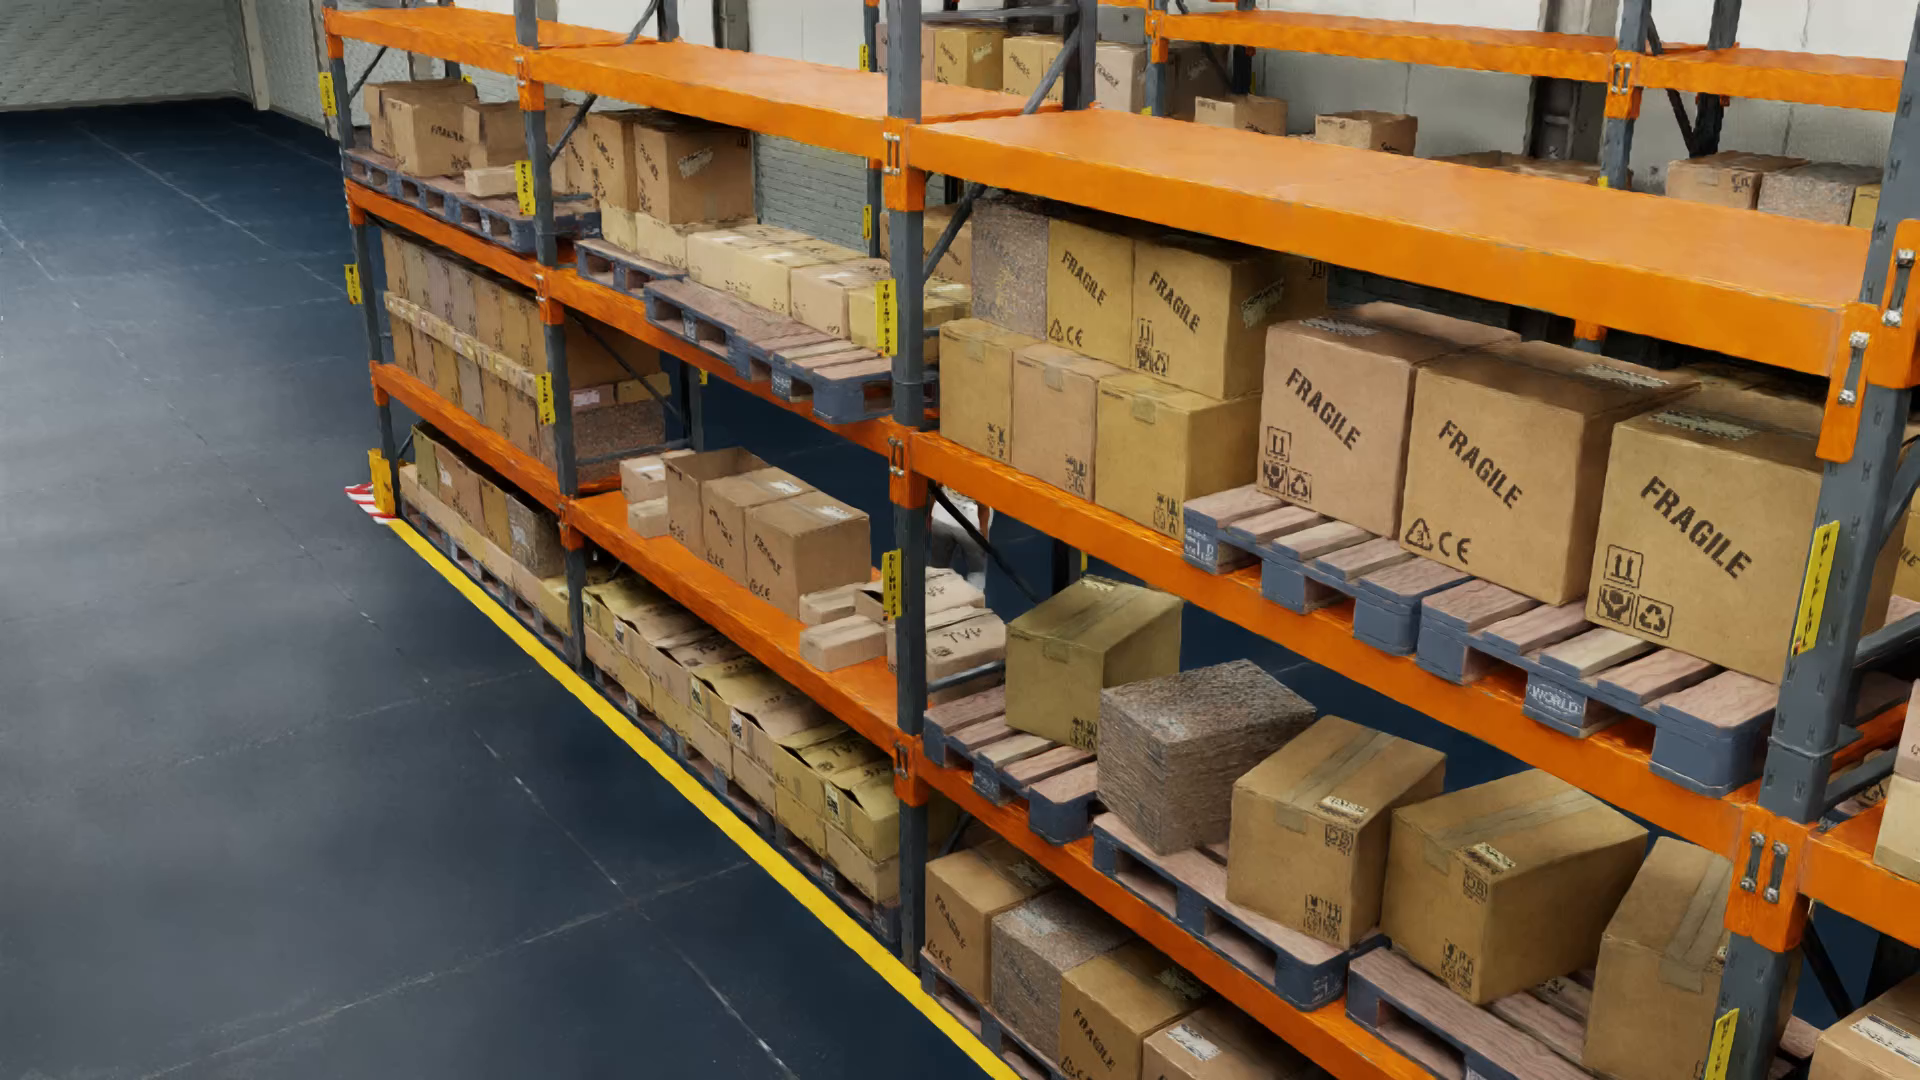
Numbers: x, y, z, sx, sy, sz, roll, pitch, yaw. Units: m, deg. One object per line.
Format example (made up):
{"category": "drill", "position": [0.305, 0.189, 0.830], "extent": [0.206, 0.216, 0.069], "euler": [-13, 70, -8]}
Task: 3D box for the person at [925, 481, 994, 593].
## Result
{"category": "person", "position": [-0.017, -0.111, 11.711], "extent": [0.650, 1.607, 0.517], "euler": [11, 24, 26]}
